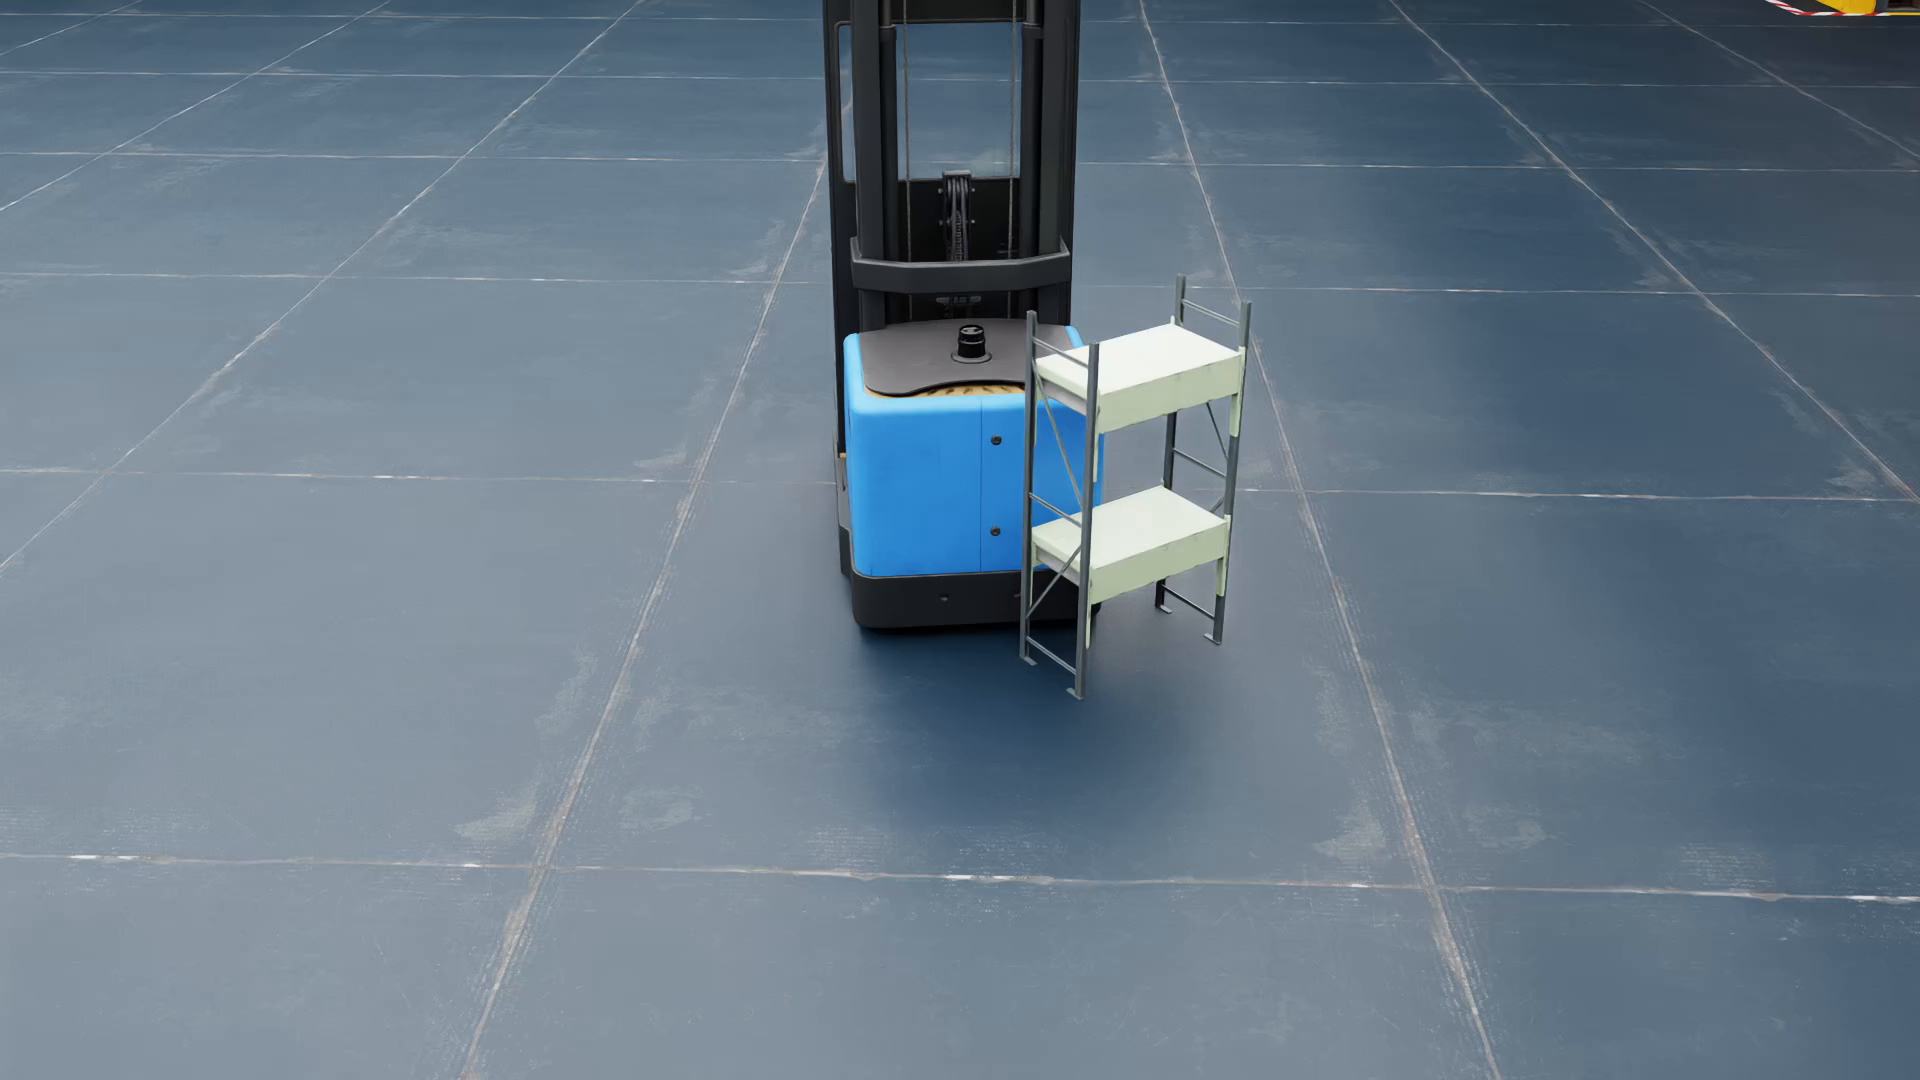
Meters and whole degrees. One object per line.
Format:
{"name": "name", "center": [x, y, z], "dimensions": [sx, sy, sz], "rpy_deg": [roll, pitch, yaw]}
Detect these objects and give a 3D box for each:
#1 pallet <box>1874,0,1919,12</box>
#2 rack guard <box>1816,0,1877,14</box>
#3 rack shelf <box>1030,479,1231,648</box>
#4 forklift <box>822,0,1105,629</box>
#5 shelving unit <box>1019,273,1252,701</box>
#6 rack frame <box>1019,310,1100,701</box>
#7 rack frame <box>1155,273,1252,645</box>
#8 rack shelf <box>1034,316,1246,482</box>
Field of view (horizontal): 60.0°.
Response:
{"name": "pallet", "center": [11.227, -6.462, 19.715], "dimensions": [1.213, 0.211, 1.003], "rpy_deg": [1, 28, 2]}
{"name": "rack guard", "center": [10.437, -6.583, 19.635], "dimensions": [0.348, 0.500, 1.175], "rpy_deg": [1, 28, 2]}
{"name": "rack shelf", "center": [0.669, 0.082, 6.688], "dimensions": [0.720, 0.370, 0.431], "rpy_deg": [-18, 33, -30]}
{"name": "forklift", "center": [-0.061, -1.588, 7.617], "dimensions": [1.130, 2.935, 3.031], "rpy_deg": [-3, 28, -5]}
{"name": "shelving unit", "center": [0.669, -0.205, 6.535], "dimensions": [0.755, 1.500, 0.431], "rpy_deg": [-18, 33, -30]}
{"name": "rack frame", "center": [0.369, -0.107, 6.350], "dimensions": [0.023, 1.500, 0.400], "rpy_deg": [-18, 33, -30]}
{"name": "rack frame", "center": [0.969, -0.303, 6.720], "dimensions": [0.023, 1.500, 0.400], "rpy_deg": [-18, 33, -30]}
{"name": "rack shelf", "center": [0.670, -0.550, 6.351], "dimensions": [0.720, 0.370, 0.431], "rpy_deg": [-18, 33, -30]}
